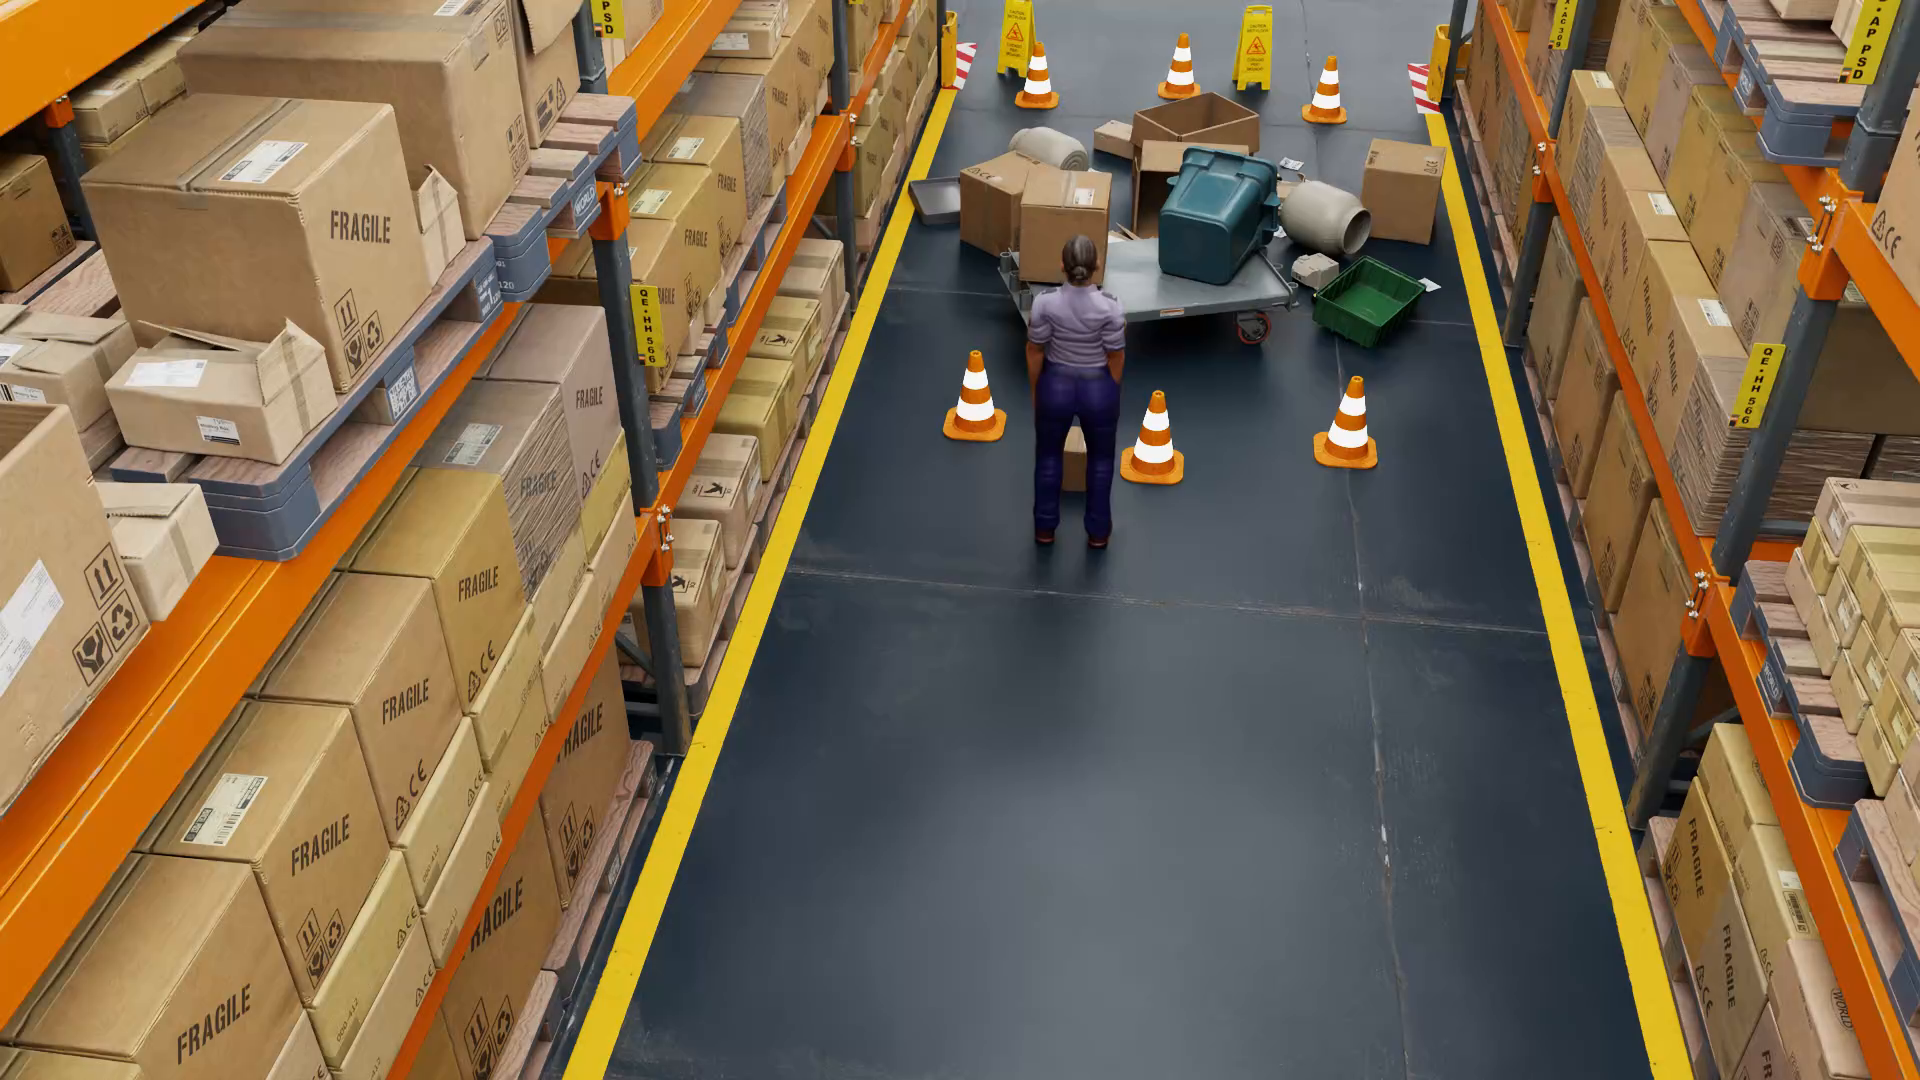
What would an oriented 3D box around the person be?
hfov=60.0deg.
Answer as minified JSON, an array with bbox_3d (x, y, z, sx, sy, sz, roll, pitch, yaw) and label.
[{"bbox_3d":[0.548,-0.702,8.024,0.470,1.631,0.342,5,37,7],"label":"person"}]
